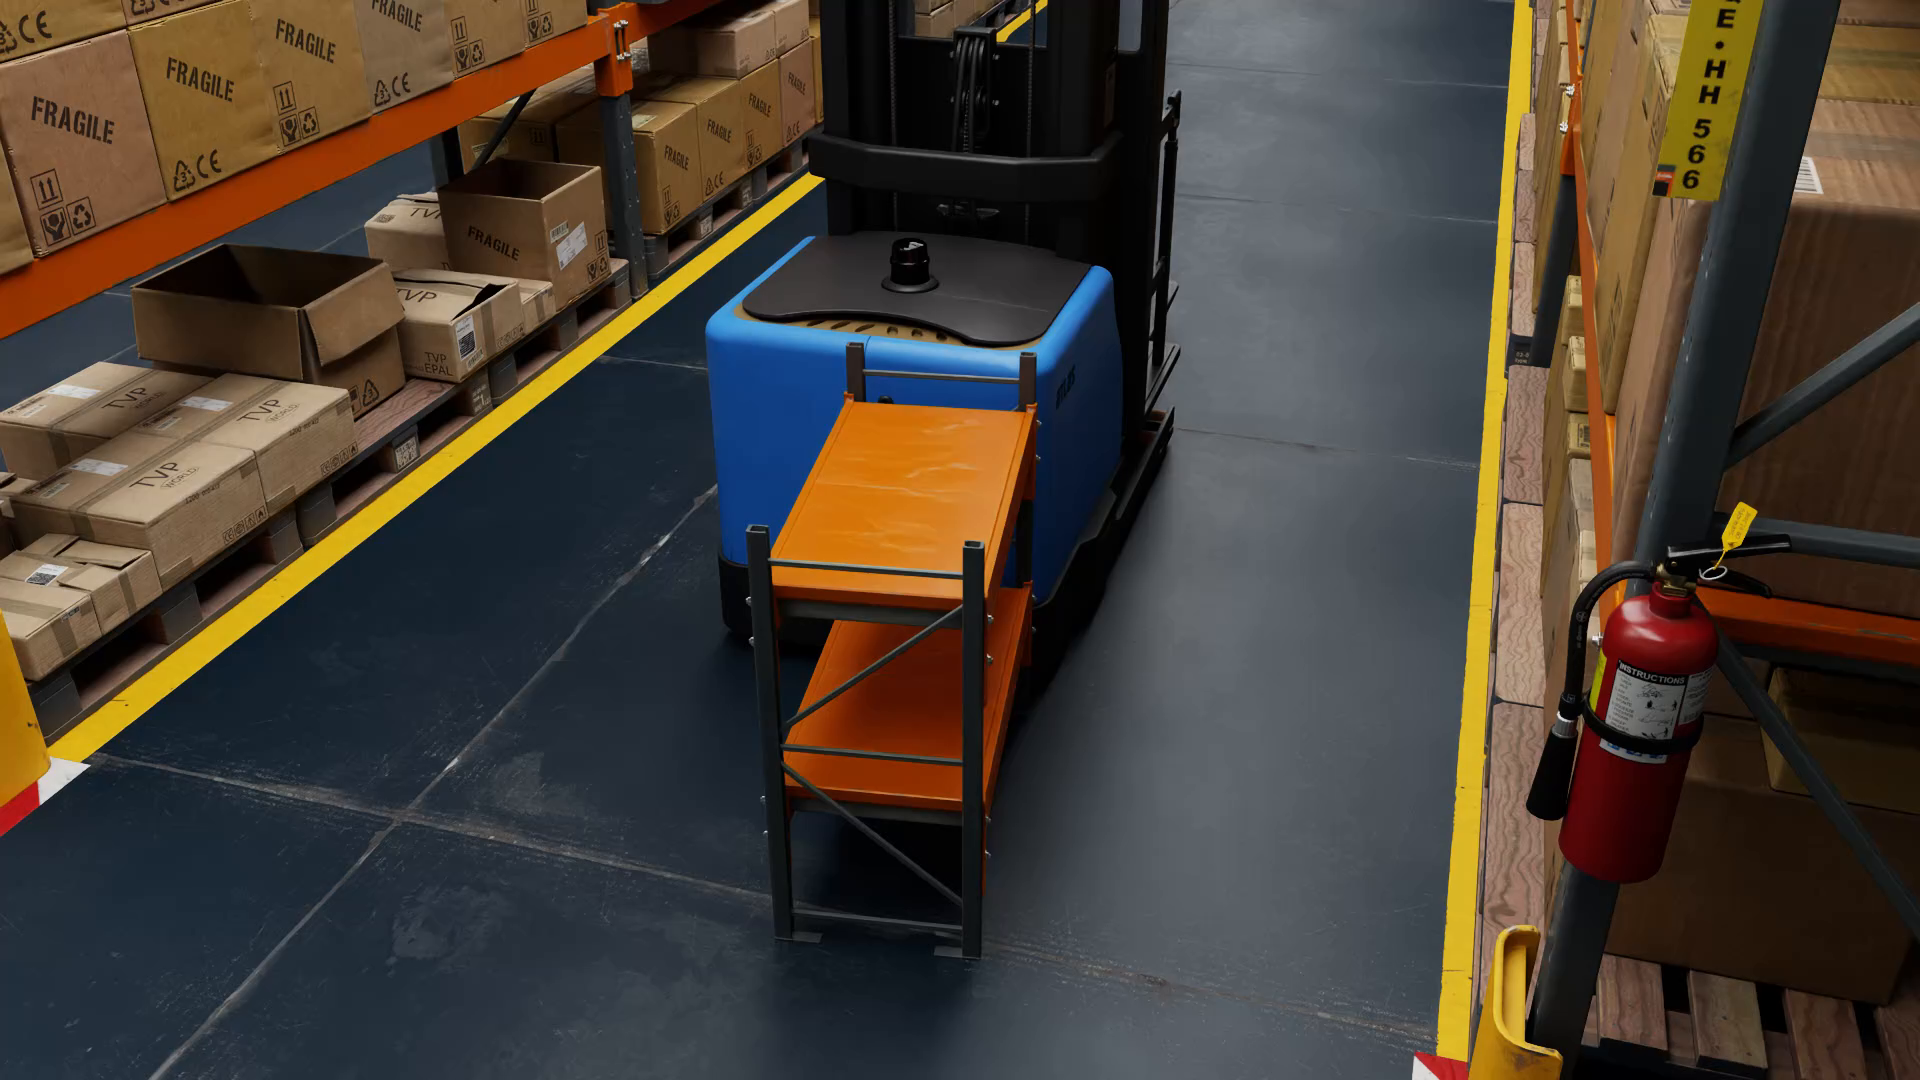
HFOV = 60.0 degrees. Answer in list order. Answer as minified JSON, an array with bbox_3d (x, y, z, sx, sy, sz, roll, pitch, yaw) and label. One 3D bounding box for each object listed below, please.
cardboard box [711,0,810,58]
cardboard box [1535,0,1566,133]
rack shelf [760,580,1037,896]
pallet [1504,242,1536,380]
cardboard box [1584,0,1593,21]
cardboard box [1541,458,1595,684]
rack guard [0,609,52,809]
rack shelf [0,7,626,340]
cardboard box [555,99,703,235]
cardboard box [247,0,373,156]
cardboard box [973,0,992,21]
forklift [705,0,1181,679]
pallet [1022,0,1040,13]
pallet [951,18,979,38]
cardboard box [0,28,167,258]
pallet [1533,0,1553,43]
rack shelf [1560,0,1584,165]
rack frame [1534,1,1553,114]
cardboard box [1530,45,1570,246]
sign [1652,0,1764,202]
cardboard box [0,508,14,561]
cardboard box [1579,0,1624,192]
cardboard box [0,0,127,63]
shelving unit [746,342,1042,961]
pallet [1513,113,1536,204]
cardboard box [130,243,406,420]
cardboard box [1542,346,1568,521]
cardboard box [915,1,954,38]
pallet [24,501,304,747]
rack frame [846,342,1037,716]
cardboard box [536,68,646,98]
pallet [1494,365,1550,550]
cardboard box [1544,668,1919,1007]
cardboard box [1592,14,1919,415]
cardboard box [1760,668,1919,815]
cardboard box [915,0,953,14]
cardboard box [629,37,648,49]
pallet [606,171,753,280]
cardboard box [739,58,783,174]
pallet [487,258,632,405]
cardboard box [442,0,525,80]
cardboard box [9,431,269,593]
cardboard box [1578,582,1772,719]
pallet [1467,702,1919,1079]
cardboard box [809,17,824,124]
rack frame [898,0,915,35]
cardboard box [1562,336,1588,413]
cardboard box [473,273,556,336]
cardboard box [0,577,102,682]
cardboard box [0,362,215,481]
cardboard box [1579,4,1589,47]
[{"bbox_3d":[-1.149,-2.837,9.112,0.500,0.250,0.500,8,30,14],"label":"cardboard box"},{"bbox_3d":[3.606,-2.597,9.111,0.750,0.750,0.750,8,30,14],"label":"cardboard box"},{"bbox_3d":[-0.124,0.453,4.282,0.538,0.278,1.000,4,29,7],"label":"rack shelf"},{"bbox_3d":[2.927,-0.967,7.272,1.003,0.211,1.213,8,30,15],"label":"pallet"},{"bbox_3d":[2.667,-2.250,6.279,0.500,0.500,0.500,8,30,14],"label":"cardboard box"},{"bbox_3d":[2.002,0.145,4.543,0.700,0.500,0.500,8,30,13],"label":"cardboard box"},{"bbox_3d":[-3.116,0.394,4.527,1.175,0.500,0.348,8,30,15],"label":"rack guard"},{"bbox_3d":[-2.551,-1.278,5.702,1.077,0.370,4.000,8,30,15],"label":"rack shelf"},{"bbox_3d":[-1.589,-1.812,8.040,0.500,0.500,0.500,7,30,13],"label":"cardboard box"},{"bbox_3d":[-2.311,-1.581,5.403,0.500,0.500,0.500,9,30,16],"label":"cardboard box"},{"bbox_3d":[-0.062,-4.040,12.324,0.500,0.250,0.500,8,30,14],"label":"cardboard box"},{"bbox_3d":[0.187,-1.573,5.563,1.130,2.935,3.031,9,30,15],"label":"forklift"},{"bbox_3d":[0.205,-4.673,13.933,1.003,0.211,1.213,8,30,15],"label":"pallet"},{"bbox_3d":[-0.511,-3.539,11.895,1.003,0.211,1.213,8,30,15],"label":"pallet"},{"bbox_3d":[-2.609,-1.116,4.567,0.500,0.500,0.500,8,30,14],"label":"cardboard box"},{"bbox_3d":[4.894,-3.954,12.640,1.003,0.211,1.213,8,30,15],"label":"pallet"},{"bbox_3d":[3.360,-2.432,7.776,1.077,0.370,4.000,8,30,15],"label":"rack shelf"},{"bbox_3d":[3.947,-3.676,9.272,1.000,3.000,0.127,8,30,15],"label":"rack frame"},{"bbox_3d":[3.097,-1.795,7.670,0.750,0.750,0.750,9,30,16],"label":"cardboard box"},{"bbox_3d":[1.084,-0.651,2.400,0.100,0.325,0.005,8,30,15],"label":"sign"},{"bbox_3d":[-3.214,-0.051,4.874,0.500,0.500,0.500,8,30,15],"label":"cardboard box"},{"bbox_3d":[2.379,-1.360,4.800,0.980,0.700,0.700,8,30,14],"label":"cardboard box"},{"bbox_3d":[-2.609,-1.556,4.330,0.500,0.500,0.500,9,30,15],"label":"cardboard box"},{"bbox_3d":[-0.124,0.239,4.163,0.538,1.125,1.048,4,29,7],"label":"shelving unit"},{"bbox_3d":[3.643,-2.101,9.310,1.003,0.211,1.213,8,30,15],"label":"pallet"},{"bbox_3d":[-2.510,-0.749,6.127,0.797,0.503,0.637,8,30,15],"label":"cardboard box"},{"bbox_3d":[2.305,-0.342,5.418,0.700,0.500,0.500,8,30,14],"label":"cardboard box"},{"bbox_3d":[-0.355,-3.564,11.468,0.500,0.250,0.500,8,30,15],"label":"cardboard box"},{"bbox_3d":[-2.882,0.150,5.264,1.003,0.211,1.213,8,30,15],"label":"pallet"},{"bbox_3d":[-0.050,-0.005,4.602,0.500,1.125,0.032,4,29,7],"label":"rack frame"},{"bbox_3d":[-1.940,-2.120,8.595,0.500,0.500,0.500,9,30,15],"label":"cardboard box"},{"bbox_3d":[2.475,-0.256,5.993,1.003,0.211,1.213,8,30,15],"label":"pallet"},{"bbox_3d":[1.709,0.612,3.704,0.700,0.500,0.500,8,30,15],"label":"cardboard box"},{"bbox_3d":[1.942,-0.667,3.555,0.980,0.700,0.700,8,30,14],"label":"cardboard box"},{"bbox_3d":[1.863,0.415,3.391,0.380,0.149,0.250,9,30,15],"label":"cardboard box"},{"bbox_3d":[-0.355,-3.809,11.331,0.500,0.311,0.500,10,30,17],"label":"cardboard box"},{"bbox_3d":[-1.645,-2.590,9.439,0.500,0.500,0.500,7,30,13],"label":"cardboard box"},{"bbox_3d":[-1.761,-1.687,8.565,1.003,0.211,1.213,8,30,15],"label":"pallet"},{"bbox_3d":[-1.289,-2.292,8.904,0.500,0.500,0.500,9,30,15],"label":"cardboard box"},{"bbox_3d":[-2.166,-0.984,7.302,1.003,0.211,1.213,8,30,15],"label":"pallet"},{"bbox_3d":[-2.015,-2.057,6.259,0.500,0.500,0.500,9,30,16],"label":"cardboard box"},{"bbox_3d":[-2.560,-0.098,5.217,0.500,0.250,0.500,8,30,15],"label":"cardboard box"},{"bbox_3d":[1.572,0.242,3.701,0.380,0.149,0.250,8,30,14],"label":"cardboard box"},{"bbox_3d":[1.759,0.878,3.954,1.003,0.211,1.213,8,30,15],"label":"pallet"},{"bbox_3d":[-0.992,-2.772,9.766,0.500,0.500,0.500,7,30,13],"label":"cardboard box"},{"bbox_3d":[-0.790,-4.381,10.539,1.000,3.000,0.127,8,30,15],"label":"rack frame"},{"bbox_3d":[2.027,-0.483,5.004,0.380,0.149,0.250,8,30,13],"label":"cardboard box"},{"bbox_3d":[-1.913,-0.980,6.906,0.380,0.149,0.250,8,30,15],"label":"cardboard box"},{"bbox_3d":[-2.686,0.245,4.704,0.380,0.149,0.250,8,30,15],"label":"cardboard box"},{"bbox_3d":[-2.906,-0.379,5.721,0.500,0.250,0.500,8,30,15],"label":"cardboard box"},{"bbox_3d":[2.653,-2.034,6.558,0.380,0.149,0.250,9,30,16],"label":"cardboard box"}]
